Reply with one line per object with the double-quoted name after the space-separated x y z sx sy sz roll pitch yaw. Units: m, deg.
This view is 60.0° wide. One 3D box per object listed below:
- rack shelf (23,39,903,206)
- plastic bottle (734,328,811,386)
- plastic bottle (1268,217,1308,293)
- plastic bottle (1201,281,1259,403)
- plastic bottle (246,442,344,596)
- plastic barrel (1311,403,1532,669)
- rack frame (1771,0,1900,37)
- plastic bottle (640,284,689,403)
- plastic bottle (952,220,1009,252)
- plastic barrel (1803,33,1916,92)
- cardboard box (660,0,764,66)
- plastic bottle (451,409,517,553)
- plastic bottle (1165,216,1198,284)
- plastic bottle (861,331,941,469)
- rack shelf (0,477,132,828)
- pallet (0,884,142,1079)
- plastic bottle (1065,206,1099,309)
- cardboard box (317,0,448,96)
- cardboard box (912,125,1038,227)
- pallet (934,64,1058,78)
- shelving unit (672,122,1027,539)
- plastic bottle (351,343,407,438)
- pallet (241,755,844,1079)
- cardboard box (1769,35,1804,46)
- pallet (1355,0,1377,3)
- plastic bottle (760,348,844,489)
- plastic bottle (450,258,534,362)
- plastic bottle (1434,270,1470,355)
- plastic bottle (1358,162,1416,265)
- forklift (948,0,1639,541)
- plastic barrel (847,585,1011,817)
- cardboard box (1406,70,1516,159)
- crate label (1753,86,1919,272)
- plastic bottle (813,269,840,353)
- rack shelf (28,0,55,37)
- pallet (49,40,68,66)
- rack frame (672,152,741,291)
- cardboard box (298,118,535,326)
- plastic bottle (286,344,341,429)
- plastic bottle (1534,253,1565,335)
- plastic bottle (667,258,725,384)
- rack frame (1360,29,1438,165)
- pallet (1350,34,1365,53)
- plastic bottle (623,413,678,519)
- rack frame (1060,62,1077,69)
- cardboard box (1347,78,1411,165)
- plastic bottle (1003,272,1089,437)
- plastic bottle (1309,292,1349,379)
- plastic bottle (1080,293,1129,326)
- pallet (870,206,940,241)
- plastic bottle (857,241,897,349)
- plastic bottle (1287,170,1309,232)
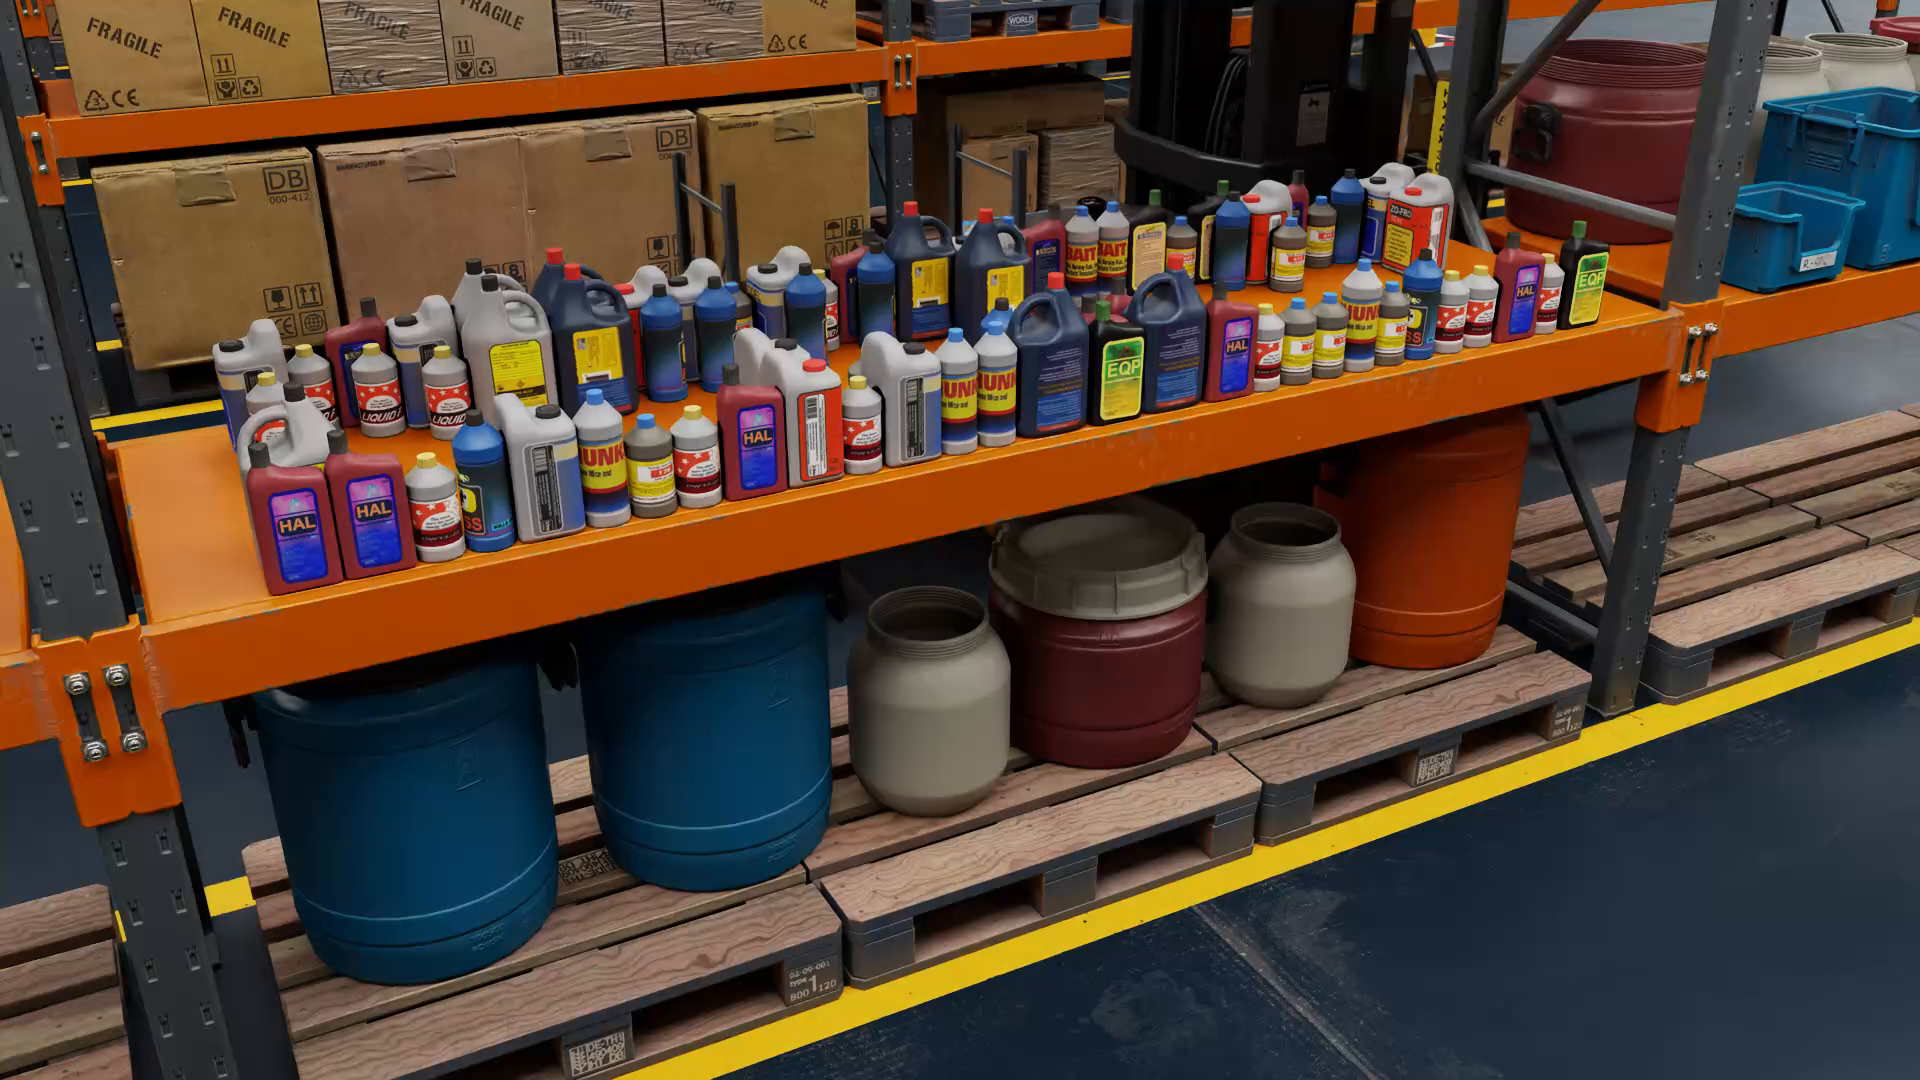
-2.300 -2.162 8.118 4.000 0.370 1.077 -13 29 -25 "rack shelf"
-0.401 -0.326 3.608 0.135 0.276 0.152 -13 29 -25 "plastic bottle"
0.929 -0.809 4.699 0.097 0.201 0.097 0 26 0 "plastic bottle"
0.631 -0.471 3.900 0.133 0.283 0.061 -13 29 -25 "plastic bottle"
-1.210 -0.046 3.015 0.133 0.283 0.061 -13 29 -25 "plastic bottle"
1.372 -0.106 5.028 0.708 0.830 0.600 -13 29 -25 "plastic barrel"
6.524 -4.522 12.204 0.127 3.000 1.000 -13 29 -25 "rack frame"
-0.696 -0.466 3.903 0.097 0.271 0.097 0 26 0 "plastic bottle"
0.038 -0.699 4.383 0.135 0.276 0.152 -13 29 -25 "plastic bottle"
2.974 -1.429 5.631 0.421 0.512 0.421 0 26 0 "plastic barrel"
-1.297 -2.644 8.175 0.500 0.500 0.500 -13 29 -26 "cardboard box"
-0.913 -0.118 3.179 0.097 0.271 0.097 0 26 0 "plastic bottle"
0.620 -0.813 4.707 0.097 0.201 0.097 0 26 0 "plastic bottle"
-0.125 -0.316 3.585 0.135 0.276 0.152 -13 29 -25 "plastic bottle"
-3.499 0.545 2.481 4.000 0.370 1.077 -13 29 -25 "rack shelf"
-2.364 1.235 3.434 1.213 0.211 1.003 -13 29 -25 "pallet"
0.331 -0.777 4.552 0.097 0.271 0.097 0 26 0 "plastic bottle"
-2.656 -2.326 7.514 0.500 0.500 0.500 -14 29 -26 "cardboard box"
0.047 -2.109 9.556 0.500 0.500 0.700 -15 29 -28 "cardboard box"
0.104 -4.180 14.712 1.213 0.211 1.003 -13 29 -25 "pallet"
-0.368 -0.592 5.751 1.083 1.500 0.587 -13 28 -25 "shelving unit"
-1.302 -0.339 3.720 0.097 0.201 0.097 0 26 0 "plastic bottle"
-1.033 0.929 4.071 1.213 0.211 1.003 -13 29 -25 "pallet"
5.965 -3.464 12.402 0.500 0.500 0.500 -8 27 -16 "cardboard box"
2.252 -3.521 10.340 1.213 0.211 1.003 -13 29 -25 "pallet"
-0.329 -0.268 3.487 0.135 0.276 0.152 -13 29 -25 "plastic bottle"
-1.077 -0.477 3.835 0.185 0.351 0.144 -13 29 -25 "plastic bottle"
1.239 -0.583 4.229 0.097 0.201 0.097 0 26 0 "plastic bottle"
1.262 -0.981 4.971 0.135 0.276 0.152 -13 29 -25 "plastic bottle"
1.457 -1.654 6.308 3.031 2.935 1.130 -13 28 -25 "forklift"
-0.081 0.416 4.307 0.421 0.512 0.421 0 26 0 "plastic barrel"
3.366 -2.836 11.095 0.500 0.500 0.500 -14 29 -27 "cardboard box"
2.799 -1.117 5.069 0.616 0.435 0.502 -13 29 -25 "crate label"
-0.358 -0.587 4.236 0.097 0.201 0.097 0 26 0 "plastic bottle"
-4.545 -4.076 12.106 4.000 0.370 1.077 -13 29 -25 "rack shelf"
-8.082 -4.792 15.987 1.213 0.211 1.003 -13 29 -25 "pallet"
-0.809 -0.492 5.541 0.032 1.500 0.500 -13 28 -25 "rack frame"
-2.721 -1.630 8.150 0.875 0.875 1.225 -14 29 -27 "cardboard box"
-1.449 -0.335 3.712 0.097 0.201 0.097 0 26 0 "plastic bottle"
1.529 -0.650 4.368 0.097 0.201 0.097 0 26 0 "plastic bottle"
-0.652 -0.539 4.051 0.135 0.276 0.152 -13 29 -25 "plastic bottle"
2.994 -3.708 10.507 0.127 3.000 1.000 -13 29 -25 "rack frame"
3.610 -4.988 16.394 1.213 0.211 1.003 -13 29 -25 "pallet"
-0.622 -0.154 3.334 0.097 0.201 0.097 0 26 0 "plastic bottle"
0.750 -5.623 14.495 0.127 3.000 1.000 -13 29 -25 "rack frame"
2.442 -2.662 10.709 0.500 0.500 0.700 -15 30 -29 "cardboard box"
0.190 -0.420 3.716 0.185 0.351 0.144 -13 29 -25 "plastic bottle"
0.896 -0.504 4.064 0.097 0.201 0.097 0 26 0 "plastic bottle"
0.321 -0.429 3.813 0.133 0.283 0.061 -13 29 -25 "plastic bottle"
0.155 -1.795 9.744 1.213 0.211 1.003 -13 29 -25 "pallet"
-0.212 -0.622 4.229 0.097 0.271 0.097 0 26 0 "plastic bottle"
0.950 -0.935 4.866 0.133 0.283 0.061 -13 29 -25 "plastic bottle"
